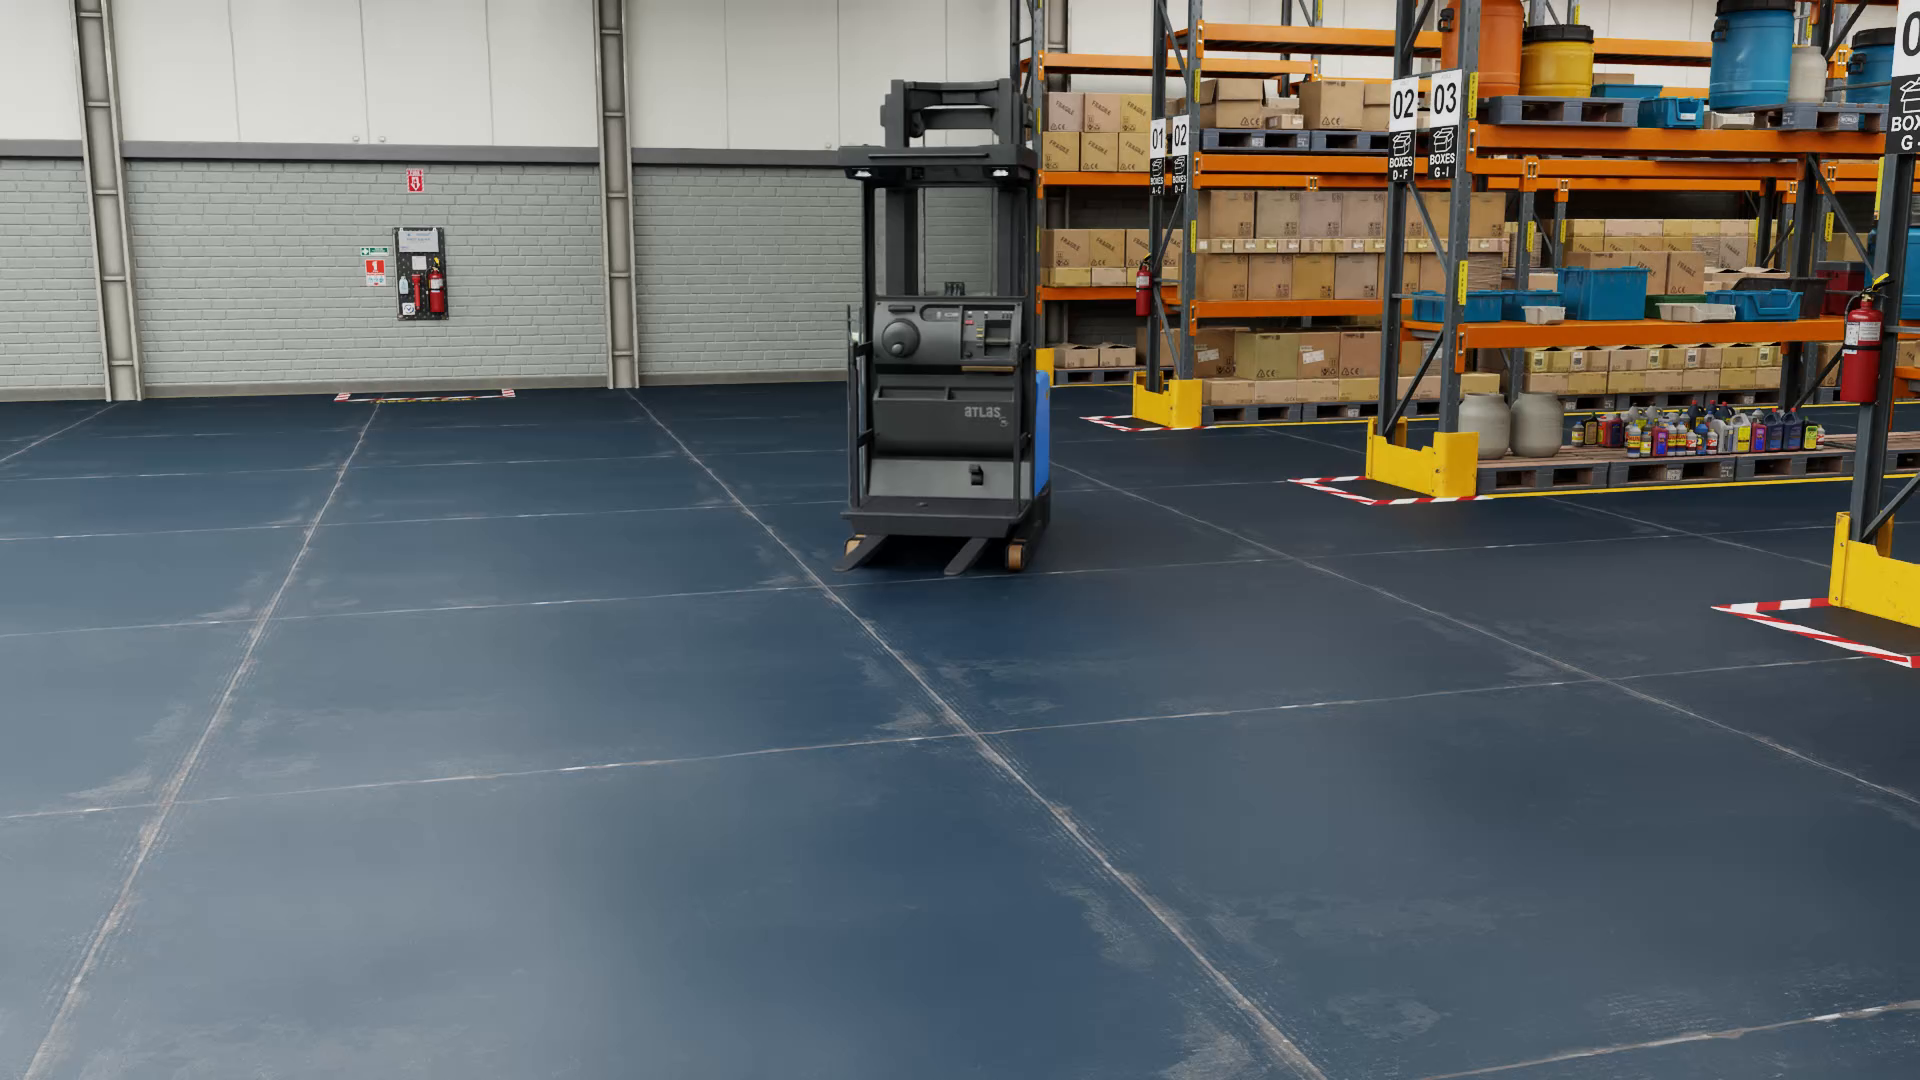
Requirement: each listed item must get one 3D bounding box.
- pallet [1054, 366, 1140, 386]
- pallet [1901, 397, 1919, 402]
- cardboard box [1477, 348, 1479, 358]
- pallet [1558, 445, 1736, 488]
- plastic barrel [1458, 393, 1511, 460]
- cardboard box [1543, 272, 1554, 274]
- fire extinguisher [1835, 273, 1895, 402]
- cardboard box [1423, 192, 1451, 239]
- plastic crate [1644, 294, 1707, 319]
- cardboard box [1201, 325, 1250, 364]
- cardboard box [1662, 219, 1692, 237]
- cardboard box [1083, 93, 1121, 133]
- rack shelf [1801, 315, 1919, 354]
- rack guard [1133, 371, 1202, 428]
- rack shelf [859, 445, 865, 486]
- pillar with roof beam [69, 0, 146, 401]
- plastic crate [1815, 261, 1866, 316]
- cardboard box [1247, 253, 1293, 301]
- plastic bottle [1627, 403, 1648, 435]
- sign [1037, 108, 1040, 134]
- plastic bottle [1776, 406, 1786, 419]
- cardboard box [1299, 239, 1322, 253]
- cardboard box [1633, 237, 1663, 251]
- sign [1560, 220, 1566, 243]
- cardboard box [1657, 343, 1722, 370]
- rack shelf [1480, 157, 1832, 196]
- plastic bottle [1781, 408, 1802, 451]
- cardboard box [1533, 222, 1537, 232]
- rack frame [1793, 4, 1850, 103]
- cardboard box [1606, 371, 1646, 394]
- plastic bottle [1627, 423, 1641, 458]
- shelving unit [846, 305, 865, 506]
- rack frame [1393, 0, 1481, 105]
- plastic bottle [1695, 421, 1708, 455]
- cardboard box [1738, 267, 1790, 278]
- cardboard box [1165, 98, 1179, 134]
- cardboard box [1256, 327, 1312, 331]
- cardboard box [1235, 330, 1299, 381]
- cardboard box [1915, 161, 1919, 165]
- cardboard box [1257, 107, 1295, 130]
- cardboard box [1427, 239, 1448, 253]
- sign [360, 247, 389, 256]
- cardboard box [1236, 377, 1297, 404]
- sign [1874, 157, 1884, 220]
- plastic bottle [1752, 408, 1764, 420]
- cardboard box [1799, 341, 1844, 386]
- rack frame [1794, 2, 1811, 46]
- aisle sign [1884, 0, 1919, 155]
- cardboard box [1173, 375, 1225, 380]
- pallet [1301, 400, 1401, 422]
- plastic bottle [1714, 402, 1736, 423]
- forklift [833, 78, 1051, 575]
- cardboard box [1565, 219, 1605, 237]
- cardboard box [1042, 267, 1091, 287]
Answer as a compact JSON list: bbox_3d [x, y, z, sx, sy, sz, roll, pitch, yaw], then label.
[{"bbox_3d":[1.729,-2.286,22.879,1.213,0.211,1.003,-3,11,-16],"label":"pallet"},{"bbox_3d":[11.832,-1.883,20.692,1.213,0.211,1.003,-3,11,-16],"label":"pallet"},{"bbox_3d":[7.343,-2.959,24.523,0.500,0.500,0.700,-3,11,-16],"label":"cardboard box"},{"bbox_3d":[5.645,-0.638,13.929,1.213,0.211,1.003,-3,11,-16],"label":"pallet"},{"bbox_3d":[4.245,-0.926,13.502,0.421,0.512,0.421,0,10,0],"label":"plastic barrel"},{"bbox_3d":[6.887,-2.970,19.266,0.258,0.266,0.396,-3,11,-17],"label":"cardboard box"},{"bbox_3d":[4.780,-1.071,8.795,0.183,0.674,0.296,-3,11,-16],"label":"fire extinguisher"},{"bbox_3d":[5.185,-3.598,18.445,0.500,0.500,0.700,-3,11,-16],"label":"cardboard box"},{"bbox_3d":[6.093,-1.975,14.073,0.662,0.188,0.450,-3,11,-16],"label":"plastic crate"},{"bbox_3d":[3.721,-2.748,23.379,0.500,0.500,0.500,-4,11,-20],"label":"cardboard box"},{"bbox_3d":[10.538,-4.656,24.827,0.500,0.250,0.500,-3,11,-17],"label":"cardboard box"},{"bbox_3d":[1.799,-5.638,22.010,0.500,0.500,0.500,-3,11,-17],"label":"cardboard box"},{"bbox_3d":[9.396,-1.846,14.776,4.000,0.370,1.077,-3,11,-16],"label":"rack shelf"},{"bbox_3d":[2.231,-1.527,17.959,0.348,0.500,1.175,-3,11,-16],"label":"rack guard"},{"bbox_3d":[-0.397,-0.617,12.055,0.720,0.370,0.431,-3,11,-17],"label":"rack shelf"},{"bbox_3d":[-9.022,-5.399,15.519,0.400,9.000,9.100,-3,11,-16],"label":"pillar with roof beam"},{"bbox_3d":[7.855,-2.208,14.577,0.583,0.464,0.402,-3,11,-16],"label":"plastic crate"},{"bbox_3d":[3.209,-2.855,17.996,0.500,0.500,0.700,-3,11,-14],"label":"cardboard box"},{"bbox_3d":[5.816,-1.003,14.311,0.185,0.351,0.144,-3,11,-14],"label":"plastic bottle"},{"bbox_3d":[1.018,-5.429,21.553,0.005,0.325,0.100,-3,11,-16],"label":"sign"},{"bbox_3d":[6.897,-0.954,14.048,0.185,0.351,0.144,-3,11,-16],"label":"plastic bottle"},{"bbox_3d":[3.682,-3.161,17.862,0.250,0.149,0.380,-3,11,-18],"label":"cardboard box"},{"bbox_3d":[10.067,-4.258,24.740,0.500,0.500,0.500,-3,11,-16],"label":"cardboard box"},{"bbox_3d":[8.708,-4.460,24.008,0.005,0.325,0.100,-3,11,-16],"label":"sign"},{"bbox_3d":[8.518,-2.170,19.437,0.500,0.311,0.500,-3,11,-16],"label":"cardboard box"},{"bbox_3d":[8.015,-4.182,19.182,4.000,0.370,1.077,-3,11,-16],"label":"rack shelf"},{"bbox_3d":[6.938,-0.929,13.912,0.185,0.351,0.144,-3,11,-17],"label":"plastic bottle"},{"bbox_3d":[8.224,-4.585,24.385,0.250,0.149,0.380,-5,11,-23],"label":"cardboard box"},{"bbox_3d":[9.935,-6.113,19.395,0.127,3.000,1.000,-3,11,-16],"label":"rack frame"},{"bbox_3d":[7.539,-1.844,19.211,0.500,0.250,0.500,-3,11,-18],"label":"cardboard box"},{"bbox_3d":[5.463,-0.808,13.473,0.097,0.271,0.097,0,10,0],"label":"plastic bottle"},{"bbox_3d":[-0.397,-0.937,11.996,0.755,1.500,0.431,-3,11,-17],"label":"shelving unit"},{"bbox_3d":[3.635,-4.847,12.518,0.127,3.000,1.000,-3,11,-16],"label":"rack frame"},{"bbox_3d":[6.082,-0.841,13.650,0.097,0.271,0.097,0,10,0],"label":"plastic bottle"},{"bbox_3d":[9.574,-3.108,19.888,0.500,0.311,0.500,-2,11,-12],"label":"cardboard box"},{"bbox_3d":[2.692,-5.786,22.815,0.500,0.500,0.500,-3,11,-16],"label":"cardboard box"},{"bbox_3d":[3.642,-2.112,18.600,0.500,0.500,0.500,-3,11,-16],"label":"cardboard box"},{"bbox_3d":[3.310,-1.995,17.959,0.500,0.500,0.500,-3,11,-16],"label":"cardboard box"},{"bbox_3d":[11.333,-4.767,20.093,0.500,0.500,0.910,-3,11,-16],"label":"cardboard box"},{"bbox_3d":[3.286,-4.538,17.996,0.500,0.250,0.500,-3,11,-16],"label":"cardboard box"},{"bbox_3d":[5.153,-3.238,18.281,0.250,0.149,0.380,-3,11,-16],"label":"cardboard box"},{"bbox_3d":[-7.401,-3.649,21.020,0.331,0.109,0.001,-3,11,-16],"label":"sign"},{"bbox_3d":[3.310,-1.626,18.029,0.500,0.250,0.500,-3,11,-16],"label":"cardboard box"},{"bbox_3d":[4.883,-1.857,8.780,0.005,0.325,0.100,-3,11,-16],"label":"sign"},{"bbox_3d":[7.047,-1.033,14.694,0.097,0.271,0.097,0,10,0],"label":"plastic bottle"},{"bbox_3d":[10.452,-2.123,19.980,0.500,0.500,0.500,-3,11,-14],"label":"cardboard box"},{"bbox_3d":[12.387,-7.176,25.172,0.127,3.000,1.000,-3,11,-16],"label":"rack frame"},{"bbox_3d":[4.876,-2.363,8.415,0.004,0.787,0.394,-3,11,-16],"label":"aisle sign"},{"bbox_3d":[2.686,-1.690,18.377,0.500,0.250,0.500,-3,11,-16],"label":"cardboard box"},{"bbox_3d":[4.146,-1.493,18.574,1.213,0.211,1.003,-3,11,-16],"label":"pallet"},{"bbox_3d":[6.625,-1.018,14.395,0.185,0.351,0.144,-3,11,-16],"label":"plastic bottle"},{"bbox_3d":[-0.106,-1.321,10.127,1.130,2.935,3.031,2,11,9],"label":"forklift"},{"bbox_3d":[9.082,-4.577,24.399,0.500,0.250,0.500,-3,11,-15],"label":"cardboard box"},{"bbox_3d":[1.423,-3.524,22.262,0.500,0.250,0.500,-3,11,-18],"label":"cardboard box"}]
